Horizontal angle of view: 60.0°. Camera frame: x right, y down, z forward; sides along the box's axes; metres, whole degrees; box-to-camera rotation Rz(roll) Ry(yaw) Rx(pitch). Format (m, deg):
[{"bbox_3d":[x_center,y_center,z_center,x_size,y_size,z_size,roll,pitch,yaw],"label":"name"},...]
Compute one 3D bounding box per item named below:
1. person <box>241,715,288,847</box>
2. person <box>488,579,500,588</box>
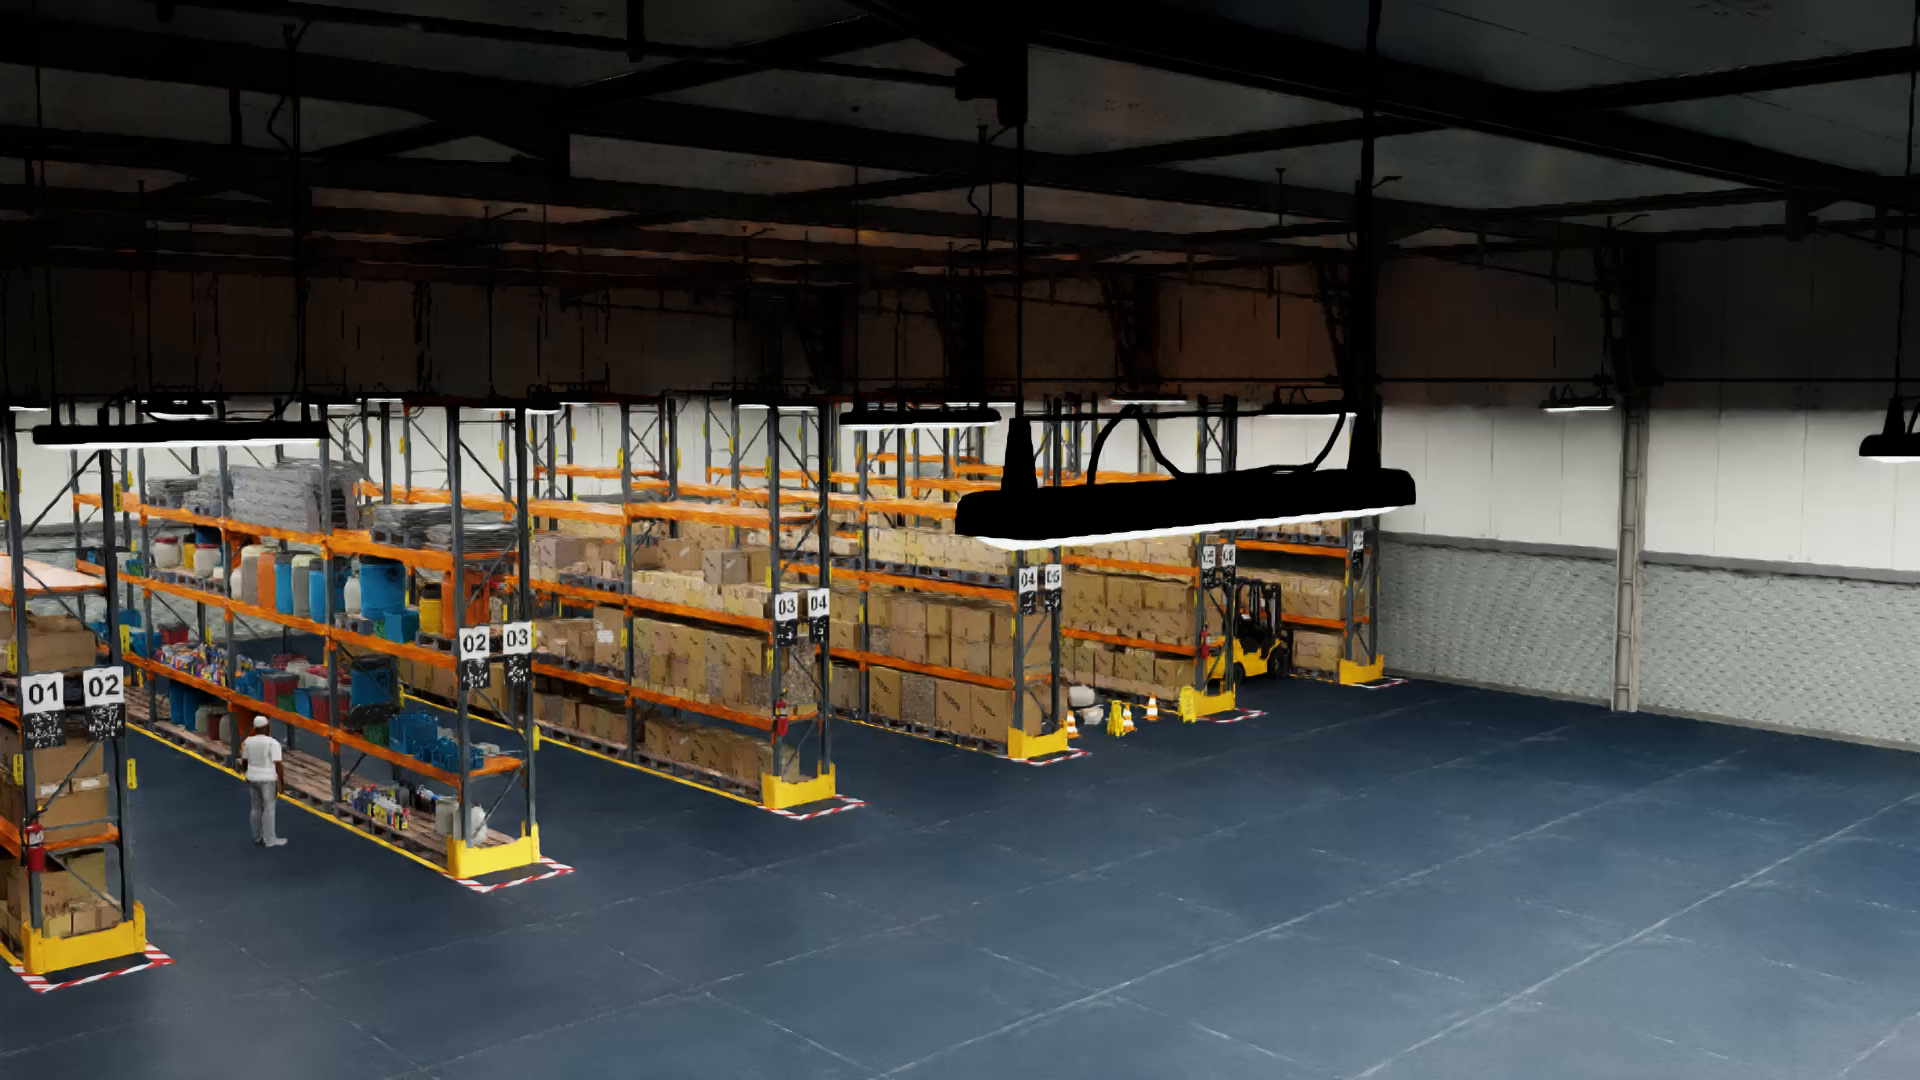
[{"bbox_3d":[-9.442,3.249,22.616,0.632,1.771,0.447,2,6,16],"label":"person"},{"bbox_3d":[-11.468,1.546,40.712,0.584,1.710,0.635,1,6,14],"label":"person"}]
